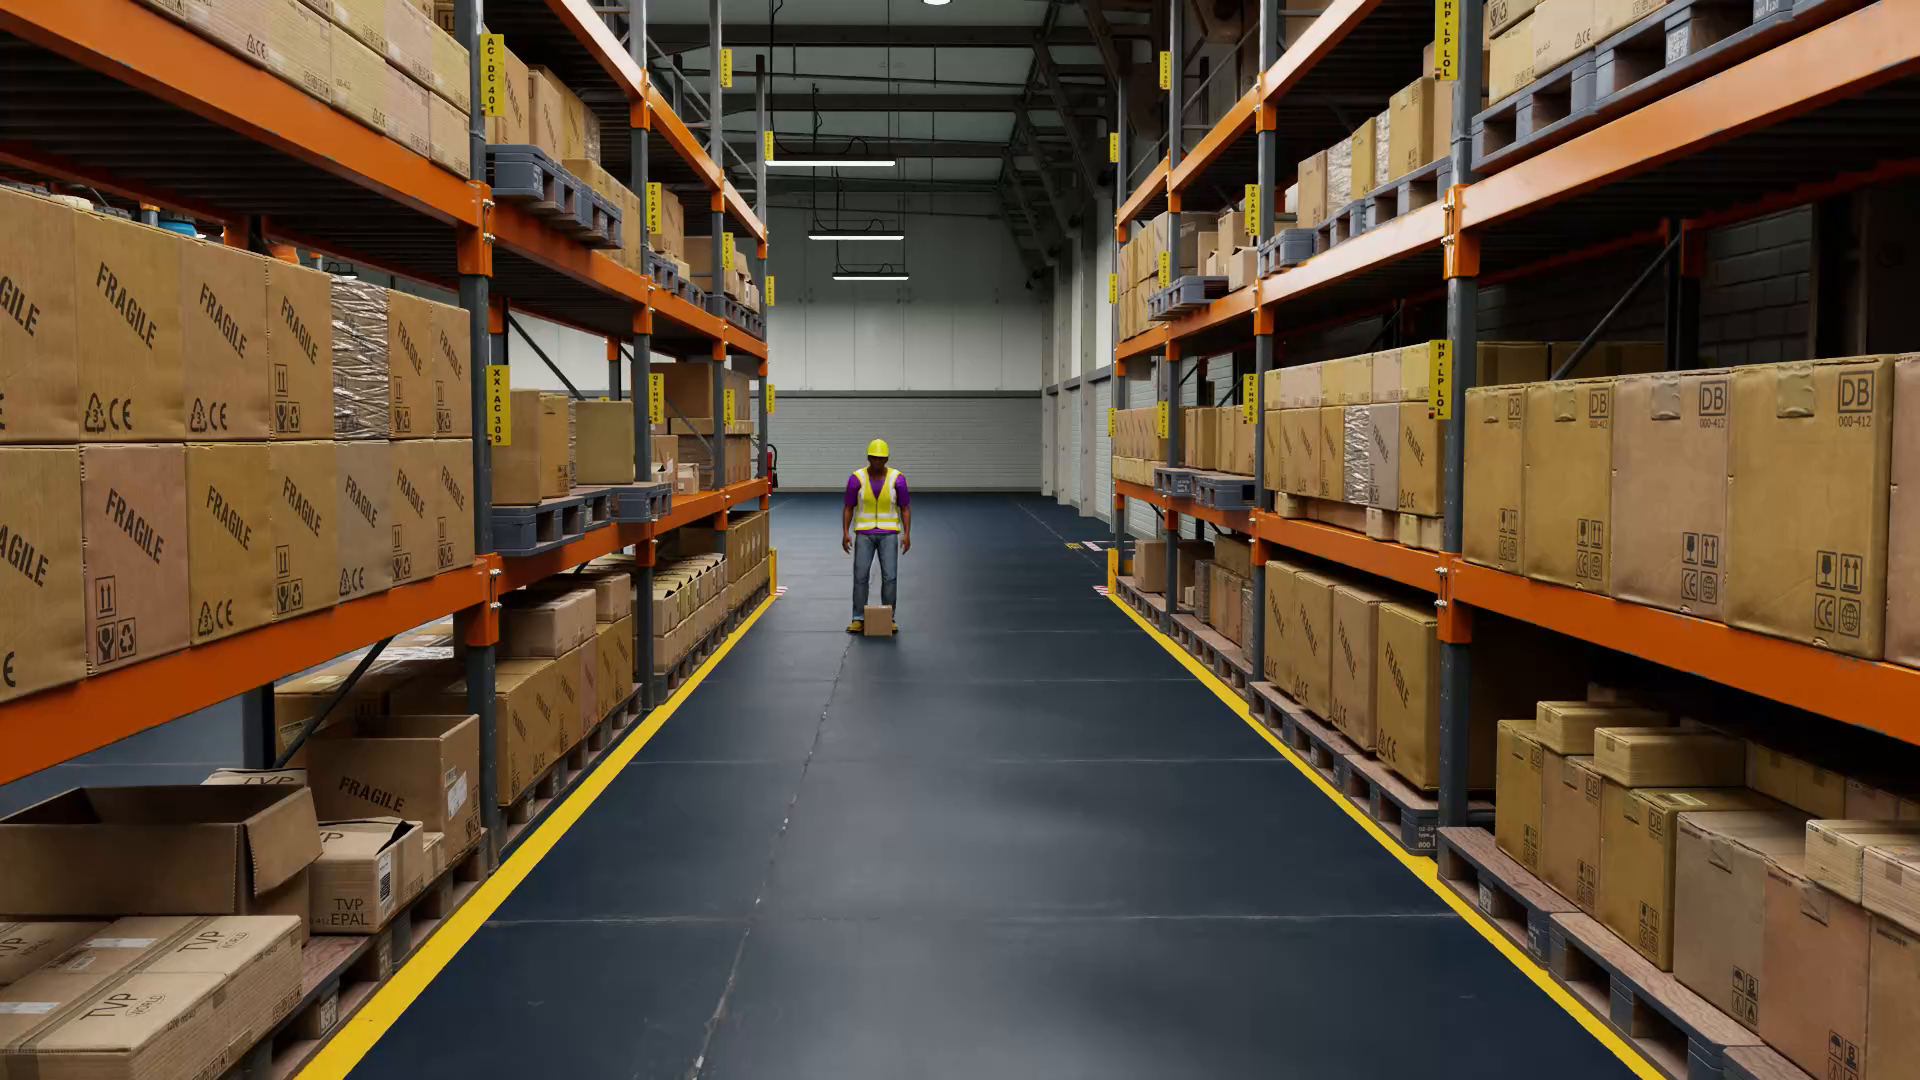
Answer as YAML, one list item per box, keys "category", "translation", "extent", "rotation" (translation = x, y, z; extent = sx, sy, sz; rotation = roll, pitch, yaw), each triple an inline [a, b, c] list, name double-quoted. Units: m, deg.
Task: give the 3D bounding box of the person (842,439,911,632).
- category: "person"
  translation: [-0.765, -0.040, 15.214]
  extent: [0.627, 1.761, 0.456]
  rotation: [0, 4, -1]
